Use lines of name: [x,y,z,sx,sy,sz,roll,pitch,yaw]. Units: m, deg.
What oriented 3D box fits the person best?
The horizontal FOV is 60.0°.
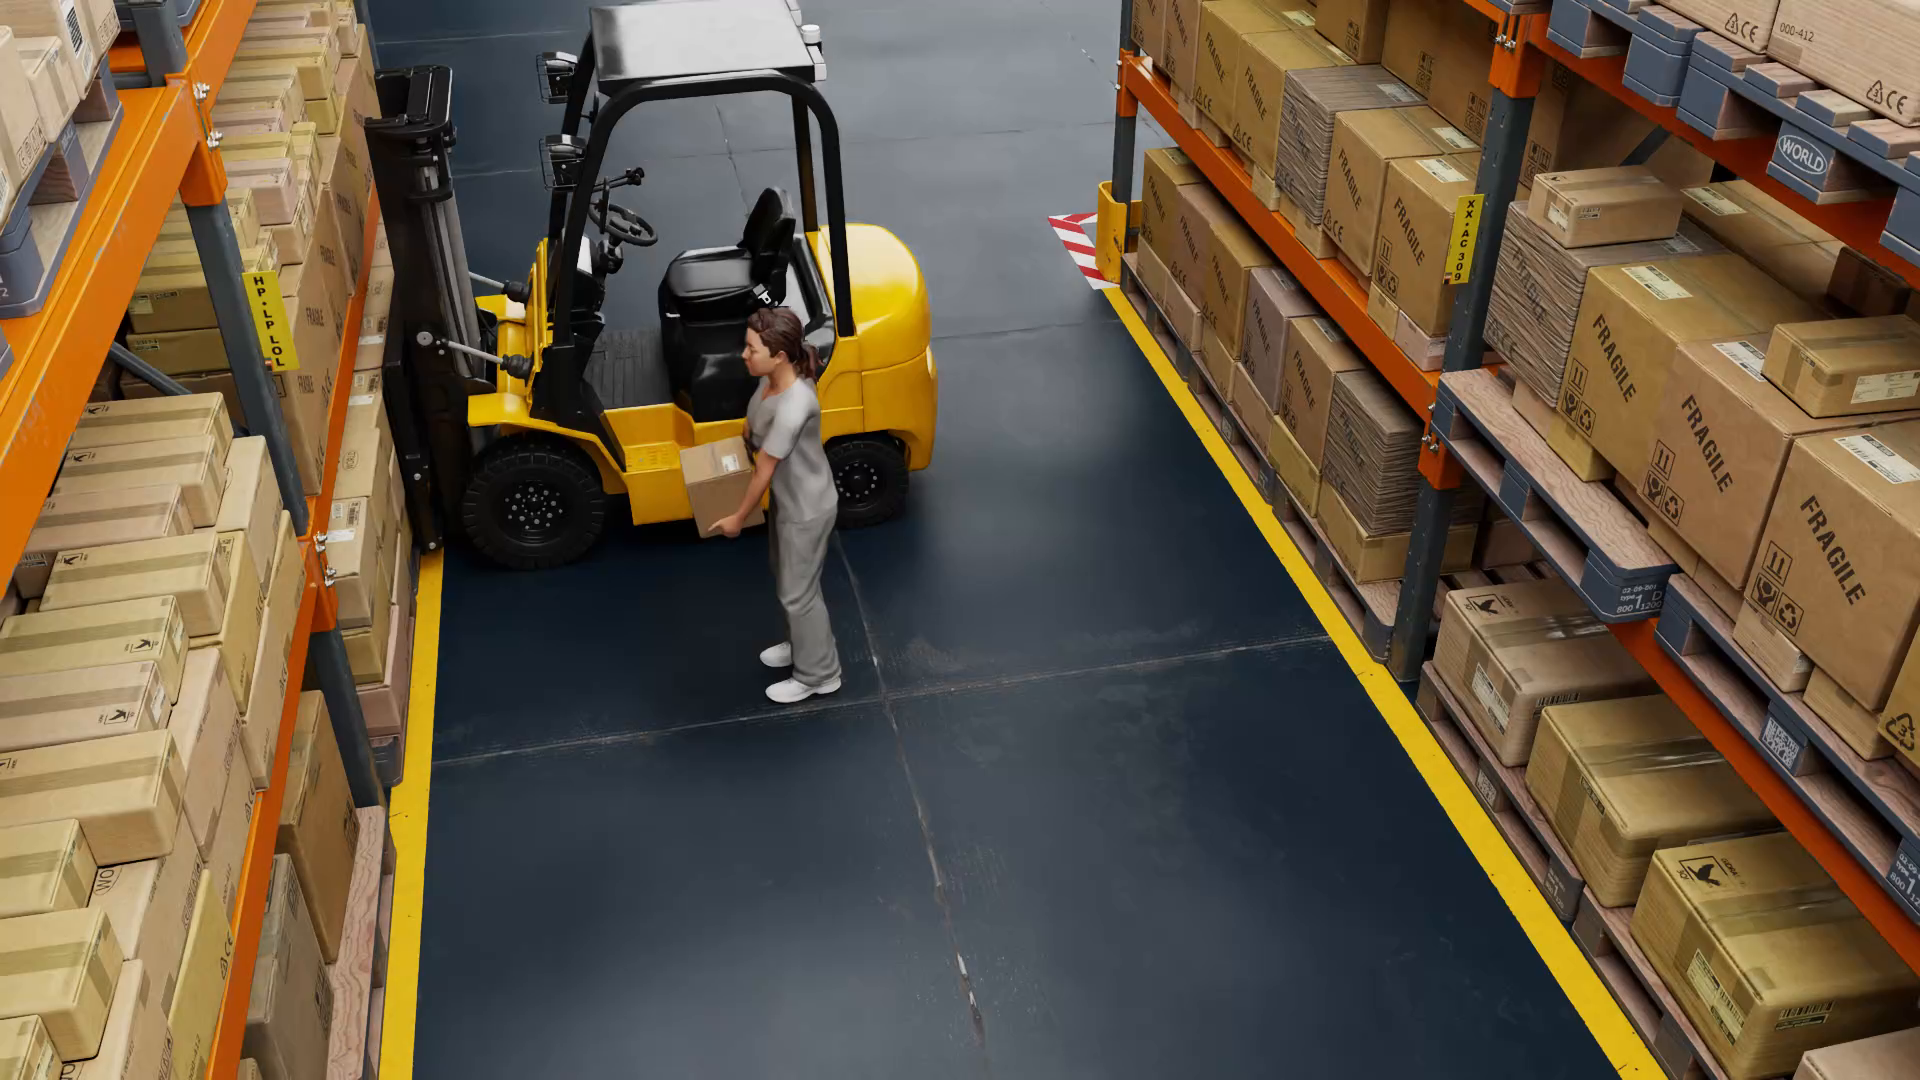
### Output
person: [-0.719,-0.118,6.329,0.508,1.667,0.410,-8,35,-11]
